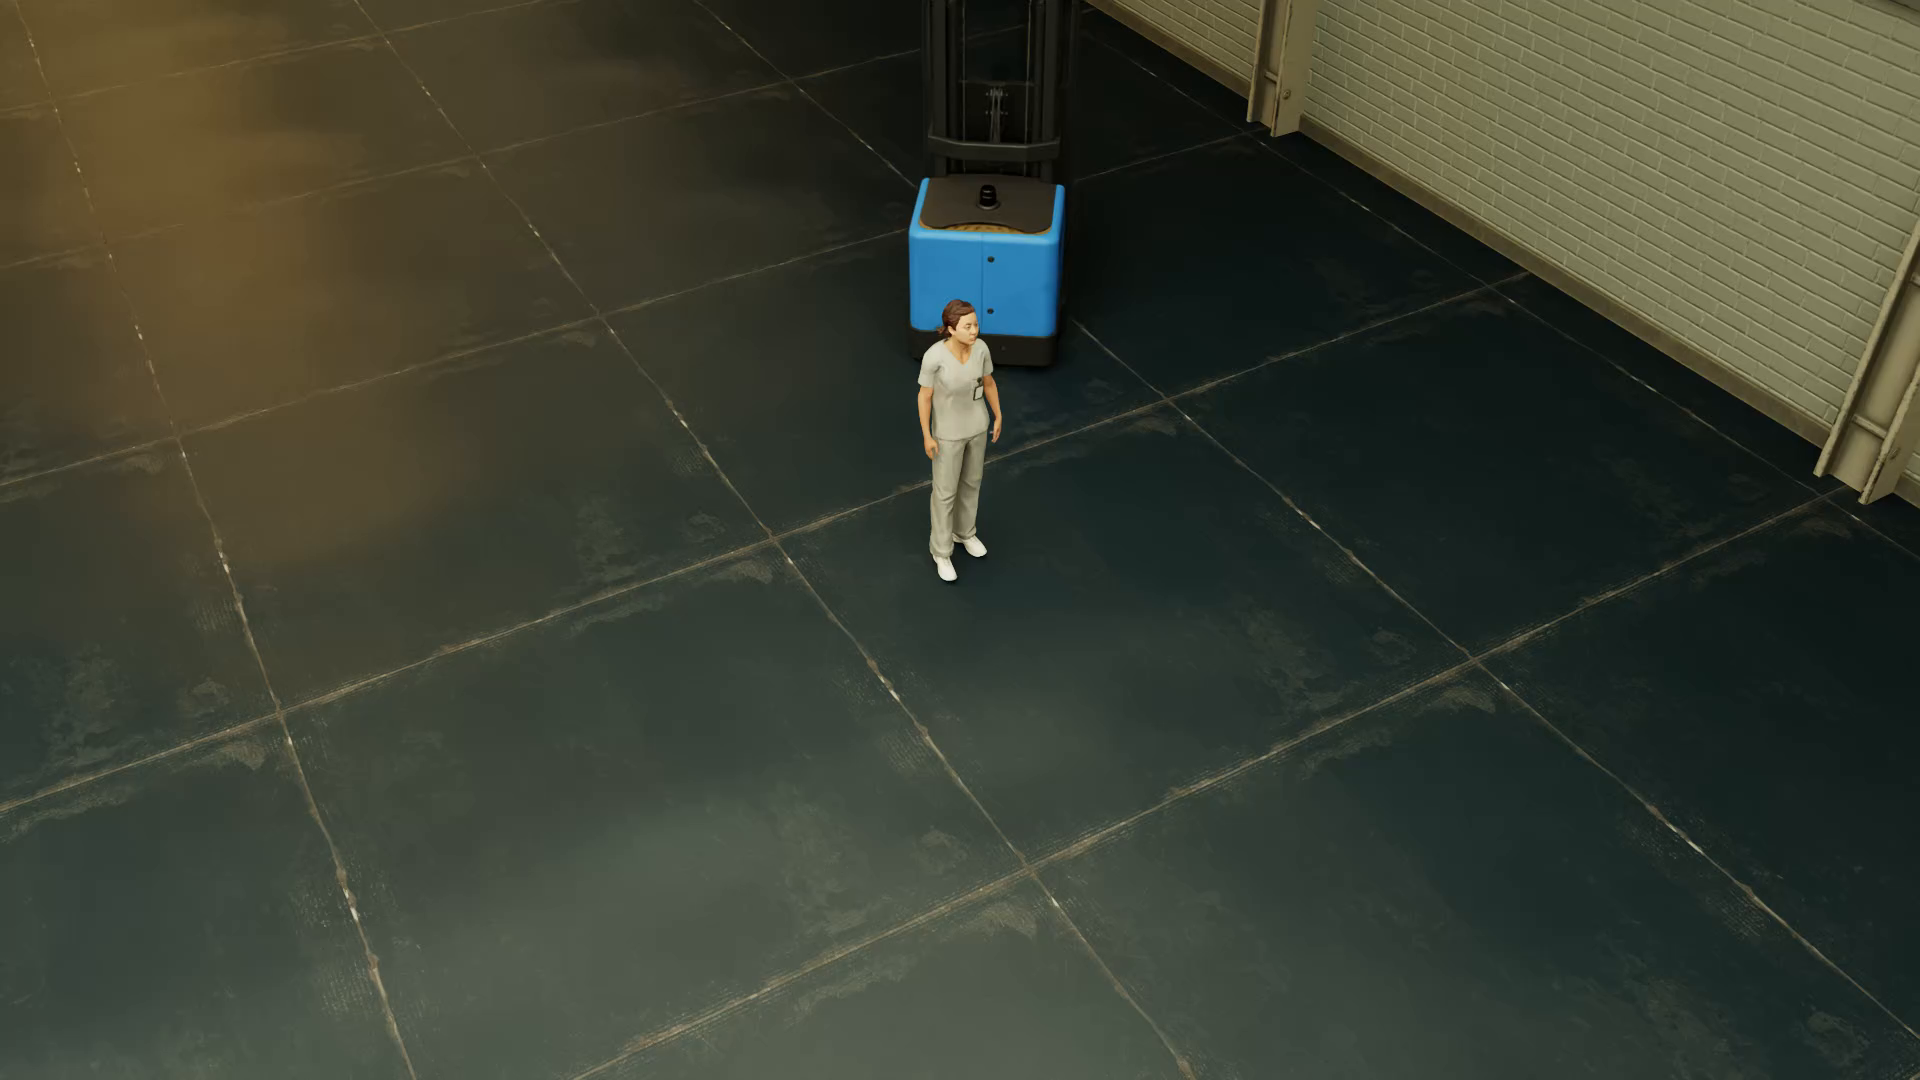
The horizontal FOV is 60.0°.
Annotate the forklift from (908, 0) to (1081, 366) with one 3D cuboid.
[{"bbox_3d":[0.306,-3.281,11.992,1.130,2.935,3.031,4,40,5],"label":"forklift"}]

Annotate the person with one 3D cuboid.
[{"bbox_3d":[0.025,-0.602,9.741,0.549,1.665,0.549,-20,44,-23],"label":"person"}]
